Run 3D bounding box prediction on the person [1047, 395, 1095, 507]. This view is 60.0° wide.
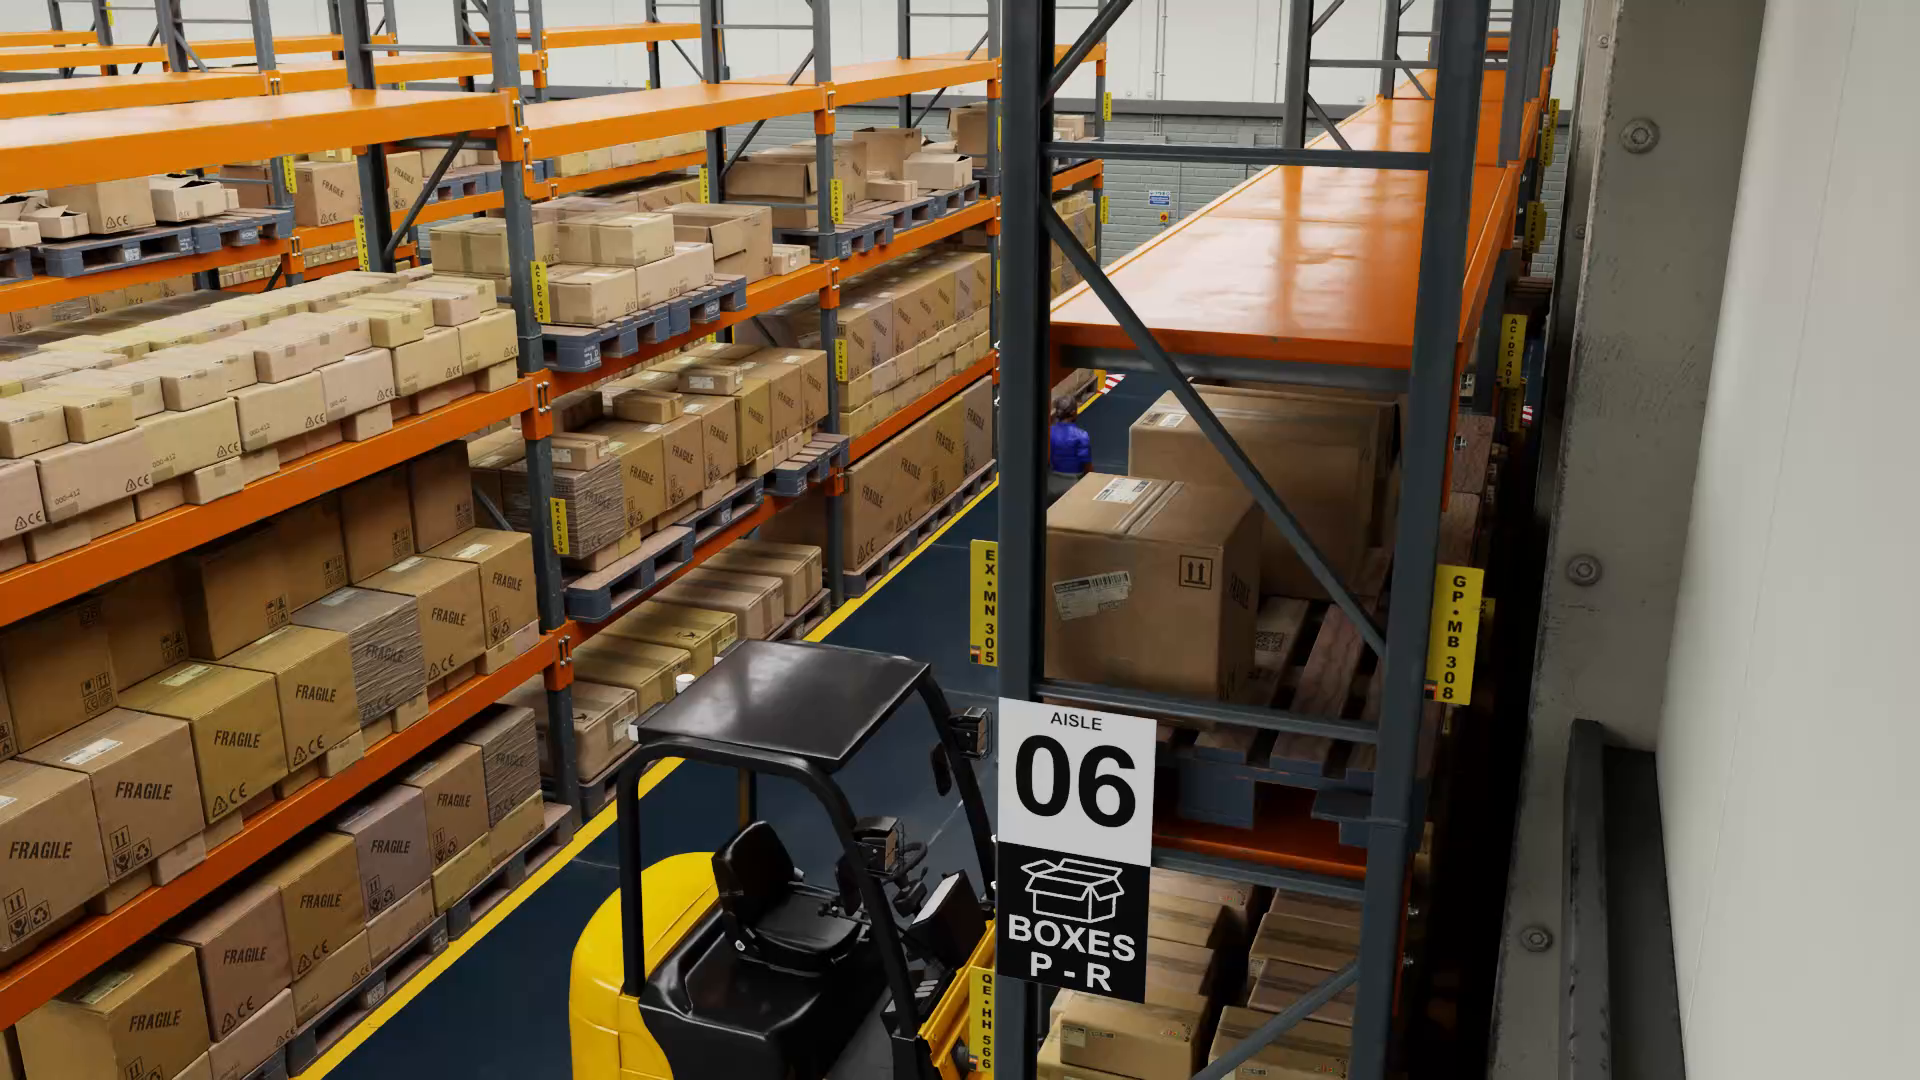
[{"bbox_3d":[0.907,-0.422,13.798,0.471,1.637,0.752,8,21,23],"label":"person"}]
